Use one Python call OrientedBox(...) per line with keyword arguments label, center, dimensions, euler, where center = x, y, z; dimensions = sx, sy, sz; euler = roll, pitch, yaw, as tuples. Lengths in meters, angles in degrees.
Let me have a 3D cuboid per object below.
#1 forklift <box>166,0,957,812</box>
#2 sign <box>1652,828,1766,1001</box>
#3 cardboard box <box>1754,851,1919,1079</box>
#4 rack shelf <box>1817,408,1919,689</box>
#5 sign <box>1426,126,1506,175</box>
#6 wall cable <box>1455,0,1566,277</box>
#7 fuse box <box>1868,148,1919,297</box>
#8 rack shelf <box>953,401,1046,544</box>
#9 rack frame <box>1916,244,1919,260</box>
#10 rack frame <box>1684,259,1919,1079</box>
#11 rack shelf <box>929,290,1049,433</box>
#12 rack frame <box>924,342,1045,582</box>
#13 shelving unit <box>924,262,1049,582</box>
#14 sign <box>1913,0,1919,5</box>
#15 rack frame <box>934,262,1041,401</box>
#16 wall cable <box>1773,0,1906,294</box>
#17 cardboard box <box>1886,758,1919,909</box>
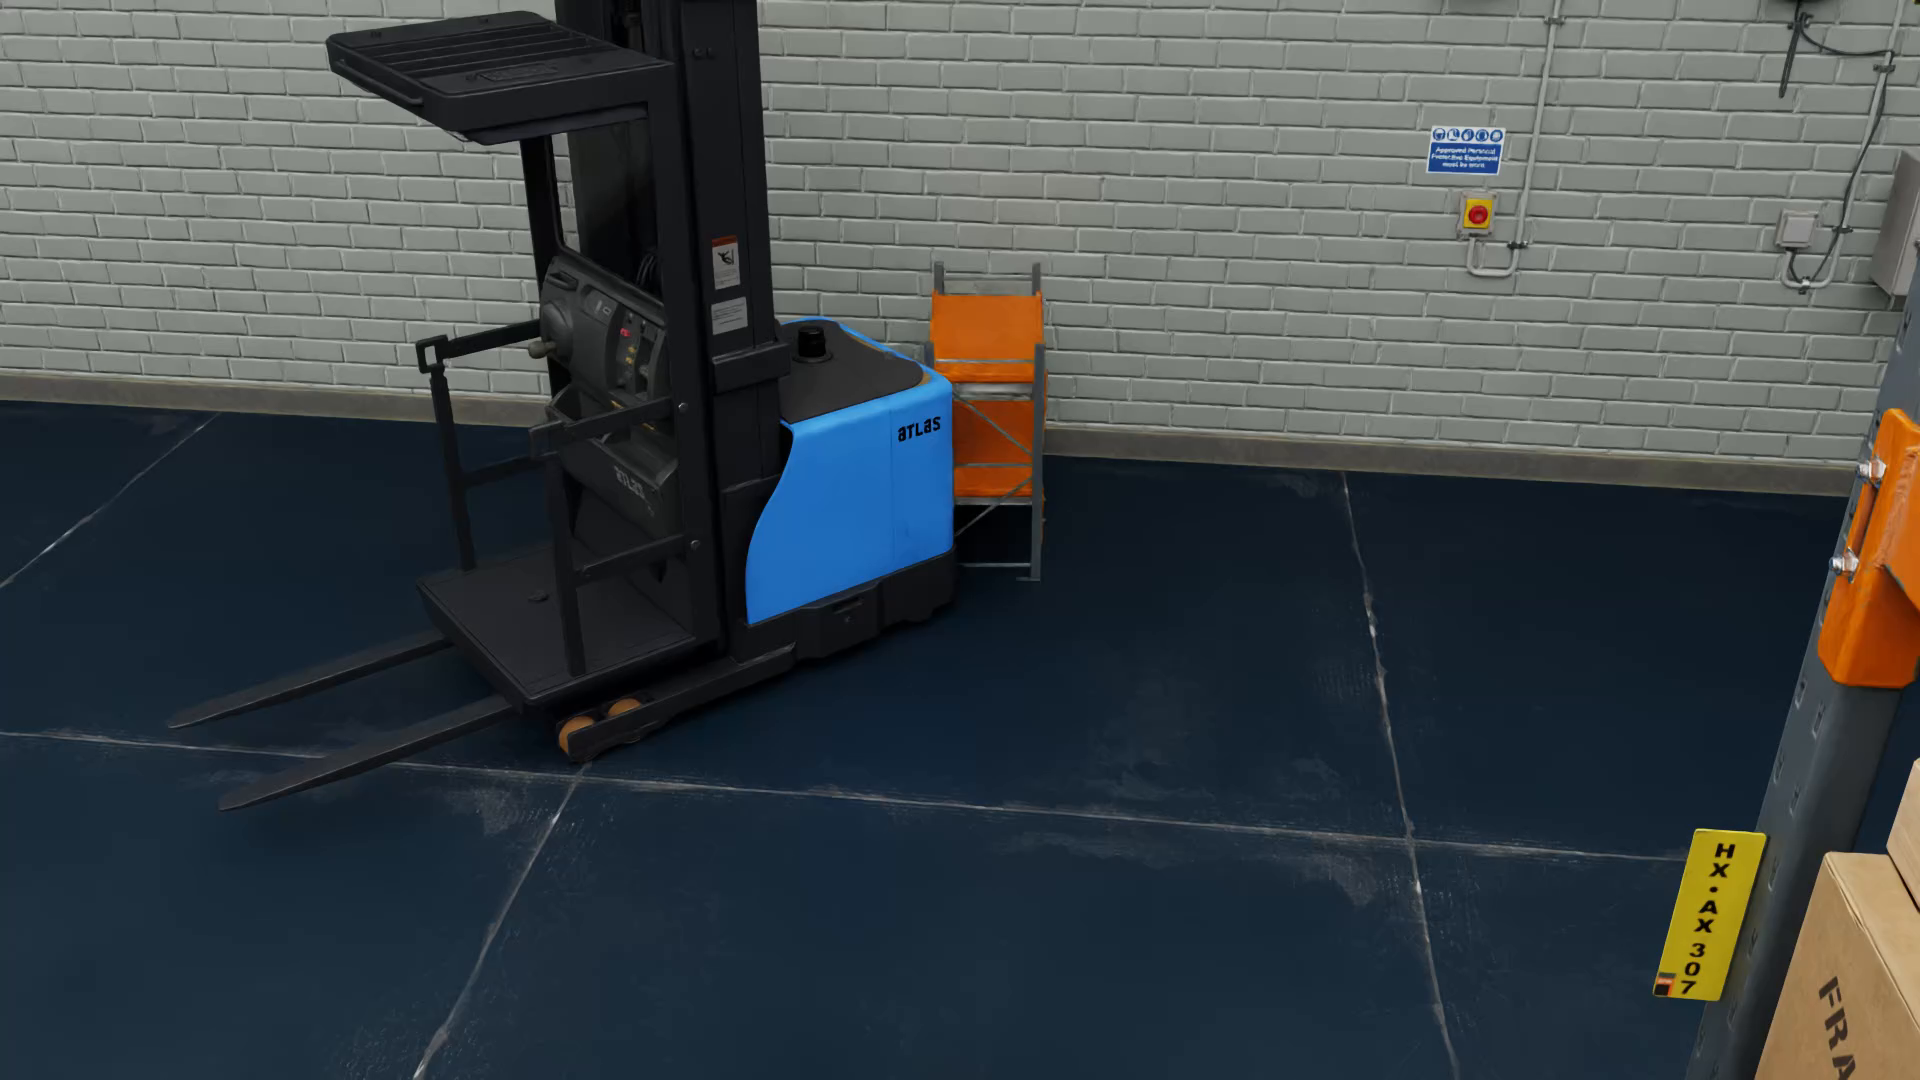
OrientedBox(label="forklift", center=(-1.491, -0.747, 6.046), dimensions=(3.031, 2.935, 1.130), euler=(-20, 34, -32))
OrientedBox(label="sign", center=(1.136, 0.573, 2.527), dimensions=(0.100, 0.325, 0.005), euler=(3, 28, 6))
OrientedBox(label="cardboard box", center=(1.345, 0.749, 2.037), dimensions=(0.500, 0.500, 0.500), euler=(3, 28, 5))
OrientedBox(label="rack shelf", center=(1.441, 0.962, 0.398), dimensions=(1.077, 0.370, 4.000), euler=(3, 28, 6))
OrientedBox(label="sign", center=(2.314, -1.782, 7.610), dimensions=(0.327, 0.218, 0.001), euler=(3, 28, 6))
OrientedBox(label="wall cable", center=(2.354, -2.092, 7.367), dimensions=(0.585, 1.953, 0.123), euler=(3, 28, 6))
OrientedBox(label="fuse box", center=(4.421, -0.873, 7.567), dimensions=(0.539, 1.711, 0.414), euler=(3, 28, 6))
OrientedBox(label="rack shelf", center=(0.119, -0.344, 7.714), dimensions=(0.538, 0.278, 1.000), euler=(0, 28, 1))
OrientedBox(label="rack frame", center=(1.686, -1.617, 1.263), dimensions=(1.000, 3.000, 0.127), euler=(3, 28, 6))
OrientedBox(label="rack frame", center=(1.686, 1.024, 2.686), dimensions=(1.000, 3.000, 0.127), euler=(3, 28, 6))
OrientedBox(label="rack shelf", center=(0.116, -0.817, 7.460), dimensions=(0.538, 0.278, 1.000), euler=(0, 28, 1))
OrientedBox(label="rack frame", center=(0.105, -0.318, 7.151), dimensions=(0.500, 1.125, 0.032), euler=(0, 28, 1))
OrientedBox(label="shelving unit", center=(0.118, -0.559, 7.598), dimensions=(0.538, 1.125, 1.048), euler=(0, 28, 1))
OrientedBox(label="sign", center=(1.136, -0.751, 1.814), dimensions=(0.100, 0.325, 0.005), euler=(3, 28, 6))
OrientedBox(label="rack frame", center=(0.131, -0.800, 8.046), dimensions=(0.500, 1.125, 0.032), euler=(0, 28, 1))
OrientedBox(label="wall cable", center=(3.763, -2.002, 7.232), dimensions=(0.588, 1.984, 0.122), euler=(3, 28, 6))
OrientedBox(label="cardboard box", center=(1.368, 0.406, 1.991), dimensions=(0.380, 0.149, 0.250), euler=(4, 29, 7))
